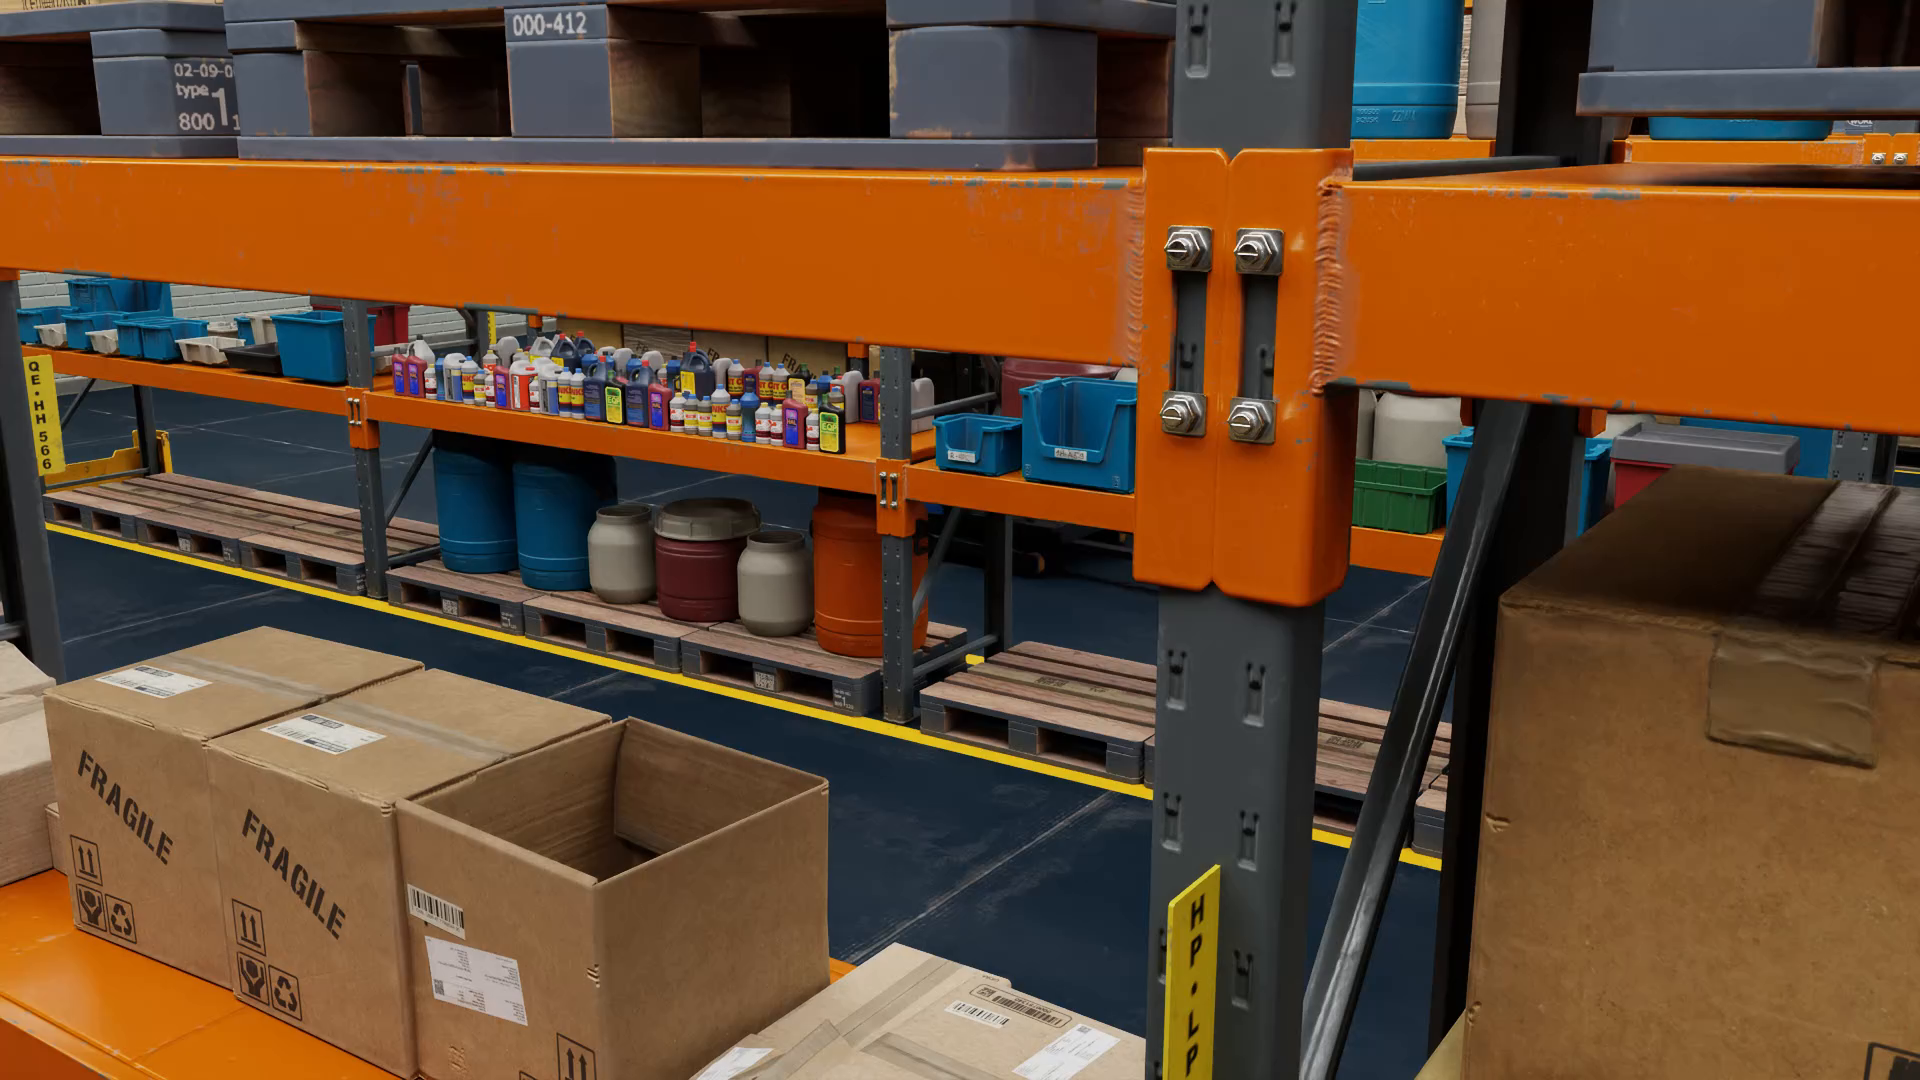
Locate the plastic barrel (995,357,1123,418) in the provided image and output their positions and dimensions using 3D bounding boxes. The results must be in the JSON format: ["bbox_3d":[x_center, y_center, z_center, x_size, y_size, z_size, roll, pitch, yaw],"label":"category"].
[{"bbox_3d":[0.504,-0.717,8.193,0.708,0.536,0.600,9,17,33],"label":"plastic barrel"}]

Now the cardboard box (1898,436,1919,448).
[{"bbox_3d":[8.320,-1.256,14.463,0.750,0.750,1.050,9,17,33],"label":"cardboard box"}]

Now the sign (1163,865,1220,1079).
[{"bbox_3d":[0.207,0.457,1.490,0.005,0.325,0.100,9,17,33],"label":"sign"}]

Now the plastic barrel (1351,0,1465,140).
[{"bbox_3d":[1.641,-2.016,6.438,0.708,0.901,0.600,9,17,33],"label":"plastic barrel"}]

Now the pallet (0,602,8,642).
[{"bbox_3d":[-3.419,0.351,4.563,1.003,0.211,1.213,9,17,33],"label":"pallet"}]

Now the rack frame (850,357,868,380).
[{"bbox_3d":[-0.605,-2.177,14.373,0.127,3.000,1.000,9,17,33],"label":"rack frame"}]

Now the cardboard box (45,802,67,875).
[{"bbox_3d":[-1.728,0.616,3.614,0.250,0.149,0.380,11,17,37],"label":"cardboard box"}]

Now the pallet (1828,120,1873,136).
[{"bbox_3d":[5.581,-2.573,10.121,1.003,0.211,1.213,9,17,33],"label":"pallet"}]

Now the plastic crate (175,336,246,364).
[{"bbox_3d":[-4.982,-1.264,11.109,0.466,0.136,0.293,9,17,33],"label":"plastic crate"}]

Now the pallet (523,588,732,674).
[{"bbox_3d":[-1.736,0.440,9.607,1.213,0.211,1.003,9,17,33],"label":"pallet"}]

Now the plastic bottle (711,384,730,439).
[{"bbox_3d":[-1.224,-0.662,8.521,0.097,0.271,0.097,0,14,0],"label":"plastic bottle"}]

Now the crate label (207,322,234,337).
[{"bbox_3d":[-5.433,-1.479,11.979,0.243,0.136,0.396,9,17,33],"label":"crate label"}]

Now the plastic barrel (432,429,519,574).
[{"bbox_3d":[-2.927,-0.298,10.277,0.708,0.901,0.600,9,17,33],"label":"plastic barrel"}]

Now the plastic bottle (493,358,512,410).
[{"bbox_3d":[-2.566,-0.879,9.374,0.133,0.283,0.061,9,17,33],"label":"plastic bottle"}]

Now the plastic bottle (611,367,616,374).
[{"bbox_3d":[-1.914,-0.815,9.140,0.097,0.271,0.097,0,14,0],"label":"plastic bottle"}]

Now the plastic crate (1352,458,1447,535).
[{"bbox_3d":[1.666,-0.190,6.791,0.662,0.188,0.450,9,17,33],"label":"plastic crate"}]

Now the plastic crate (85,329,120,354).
[{"bbox_3d":[-5.884,-1.377,11.568,0.298,0.136,0.250,9,17,33],"label":"plastic crate"}]

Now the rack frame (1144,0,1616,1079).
[{"bbox_3d":[0.502,0.871,2.062,0.127,3.000,1.000,9,17,33],"label":"rack frame"}]

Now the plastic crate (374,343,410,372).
[{"bbox_3d":[-3.676,-1.181,10.775,0.243,0.136,0.396,9,17,33],"label":"plastic crate"}]

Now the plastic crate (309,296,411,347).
[{"bbox_3d":[-3.970,-1.419,11.055,0.583,0.464,0.402,9,17,33],"label":"plastic crate"}]

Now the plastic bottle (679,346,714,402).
[{"bbox_3d":[-1.483,-0.911,9.363,0.185,0.351,0.144,9,17,33],"label":"plastic bottle"}]

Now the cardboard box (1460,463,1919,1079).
[{"bbox_3d":[0.873,0.251,1.659,0.500,0.500,0.700,9,17,33],"label":"cardboard box"}]

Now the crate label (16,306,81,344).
[{"bbox_3d":[-6.667,-1.574,12.165,0.303,0.233,0.416,9,17,33],"label":"crate label"}]

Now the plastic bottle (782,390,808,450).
[{"bbox_3d":[-0.815,-0.596,8.231,0.133,0.283,0.061,9,17,33],"label":"plastic bottle"}]

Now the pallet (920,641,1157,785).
[{"bbox_3d":[0.571,0.813,8.101,1.213,0.211,1.003,9,17,33],"label":"pallet"}]

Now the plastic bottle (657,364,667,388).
[{"bbox_3d":[-1.724,-0.928,9.744,0.097,0.201,0.097,0,14,0],"label":"plastic bottle"}]

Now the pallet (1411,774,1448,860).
[{"bbox_3d":[2.596,1.140,6.779,1.213,0.211,1.003,9,17,33],"label":"pallet"}]

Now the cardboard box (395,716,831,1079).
[{"bbox_3d":[-0.564,0.646,2.765,0.500,0.500,0.500,11,17,37],"label":"cardboard box"}]

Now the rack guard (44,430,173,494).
[{"bbox_3d":[-6.715,-0.513,12.854,0.348,0.500,1.175,9,17,33],"label":"rack guard"}]

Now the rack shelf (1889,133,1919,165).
[{"bbox_3d":[4.929,-0.955,4.692,4.000,0.370,1.077,9,17,33],"label":"rack shelf"}]

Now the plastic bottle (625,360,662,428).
[{"bbox_3d":[-1.681,-0.781,8.837,0.185,0.351,0.144,9,17,33],"label":"plastic bottle"}]

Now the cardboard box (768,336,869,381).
[{"bbox_3d":[-1.108,-1.453,15.000,0.875,0.875,0.875,9,17,33],"label":"cardboard box"}]

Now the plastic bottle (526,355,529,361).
[{"bbox_3d":[-2.613,-1.028,10.146,0.097,0.201,0.097,0,14,0],"label":"plastic bottle"}]

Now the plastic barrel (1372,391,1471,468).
[{"bbox_3d":[1.989,-0.452,7.126,0.433,0.535,0.433,0,14,0],"label":"plastic barrel"}]

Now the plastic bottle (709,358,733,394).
[{"bbox_3d":[-1.379,-0.901,9.478,0.135,0.276,0.152,9,17,33],"label":"plastic bottle"}]

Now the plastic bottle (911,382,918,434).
[{"bbox_3d":[-0.314,-0.684,8.604,0.135,0.276,0.152,9,17,33],"label":"plastic bottle"}]

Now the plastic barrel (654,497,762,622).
[{"bbox_3d":[-1.403,0.101,9.319,0.708,0.588,0.600,9,17,33],"label":"plastic barrel"}]

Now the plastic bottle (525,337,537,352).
[{"bbox_3d":[-2.644,-1.122,10.356,0.133,0.283,0.061,9,17,33],"label":"plastic bottle"}]

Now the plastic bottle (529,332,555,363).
[{"bbox_3d":[-2.504,-1.078,10.039,0.185,0.351,0.144,9,17,33],"label":"plastic bottle"}]

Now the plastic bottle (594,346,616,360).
[{"bbox_3d":[-2.140,-1.024,9.974,0.135,0.276,0.152,9,17,33],"label":"plastic bottle"}]

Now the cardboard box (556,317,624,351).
[{"bbox_3d":[-3.348,-1.816,16.463,0.875,0.875,0.875,9,17,33],"label":"cardboard box"}]

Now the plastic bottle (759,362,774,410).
[{"bbox_3d":[-1.076,-0.857,9.312,0.097,0.271,0.097,0,14,0],"label":"plastic bottle"}]

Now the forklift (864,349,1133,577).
[{"bbox_3d":[0.551,-1.324,11.071,3.031,2.935,1.130,10,17,36],"label":"forklift"}]

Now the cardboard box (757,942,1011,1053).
[{"bbox_3d":[-0.120,0.833,2.737,0.250,0.149,0.380,9,17,33],"label":"cardboard box"}]

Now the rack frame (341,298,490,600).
[{"bbox_3d":[-3.369,-1.189,10.384,0.127,3.000,1.000,9,17,33],"label":"rack frame"}]

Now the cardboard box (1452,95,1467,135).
[{"bbox_3d":[3.388,-2.841,11.126,0.500,0.250,0.500,10,17,34],"label":"cardboard box"}]

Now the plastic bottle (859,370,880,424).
[{"bbox_3d":[-0.476,-0.772,8.940,0.133,0.283,0.061,9,17,33],"label":"plastic bottle"}]

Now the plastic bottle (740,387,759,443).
[{"bbox_3d":[-1.062,-0.635,8.415,0.097,0.271,0.097,0,14,0],"label":"plastic bottle"}]

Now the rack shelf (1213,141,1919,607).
[{"bbox_3d":[2.161,0.032,0.705,4.000,0.370,1.077,9,17,33],"label":"rack shelf"}]

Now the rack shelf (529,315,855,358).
[{"bbox_3d":[-2.264,-2.096,15.543,4.000,0.370,1.077,9,17,33],"label":"rack shelf"}]

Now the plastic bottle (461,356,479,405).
[{"bbox_3d":[-2.813,-0.918,9.558,0.097,0.271,0.097,0,14,0],"label":"plastic bottle"}]

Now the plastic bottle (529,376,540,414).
[{"bbox_3d":[-2.348,-0.809,9.263,0.097,0.201,0.097,0,14,0],"label":"plastic bottle"}]

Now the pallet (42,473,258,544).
[{"bbox_3d":[-6.026,-0.253,12.408,1.213,0.211,1.003,9,17,33],"label":"pallet"}]

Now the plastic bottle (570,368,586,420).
[{"bbox_3d":[-2.075,-0.799,9.077,0.097,0.271,0.097,0,14,0],"label":"plastic bottle"}]

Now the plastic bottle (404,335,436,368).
[{"bbox_3d":[-3.224,-1.048,9.916,0.185,0.351,0.144,9,17,33],"label":"plastic bottle"}]

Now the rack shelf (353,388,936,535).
[{"bbox_3d":[-1.710,-0.572,9.387,4.000,0.370,1.077,9,17,33],"label":"rack shelf"}]

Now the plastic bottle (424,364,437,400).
[{"bbox_3d":[-3.086,-0.929,9.745,0.097,0.201,0.097,0,14,0],"label":"plastic bottle"}]

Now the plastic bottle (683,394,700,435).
[{"bbox_3d":[-1.385,-0.654,8.635,0.097,0.201,0.097,0,14,0],"label":"plastic bottle"}]

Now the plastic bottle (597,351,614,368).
[{"bbox_3d":[-2.083,-0.976,9.791,0.097,0.271,0.097,0,14,0],"label":"plastic bottle"}]

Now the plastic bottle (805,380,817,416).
[{"bbox_3d":[-0.804,-0.780,9.143,0.097,0.201,0.097,0,14,0],"label":"plastic bottle"}]
